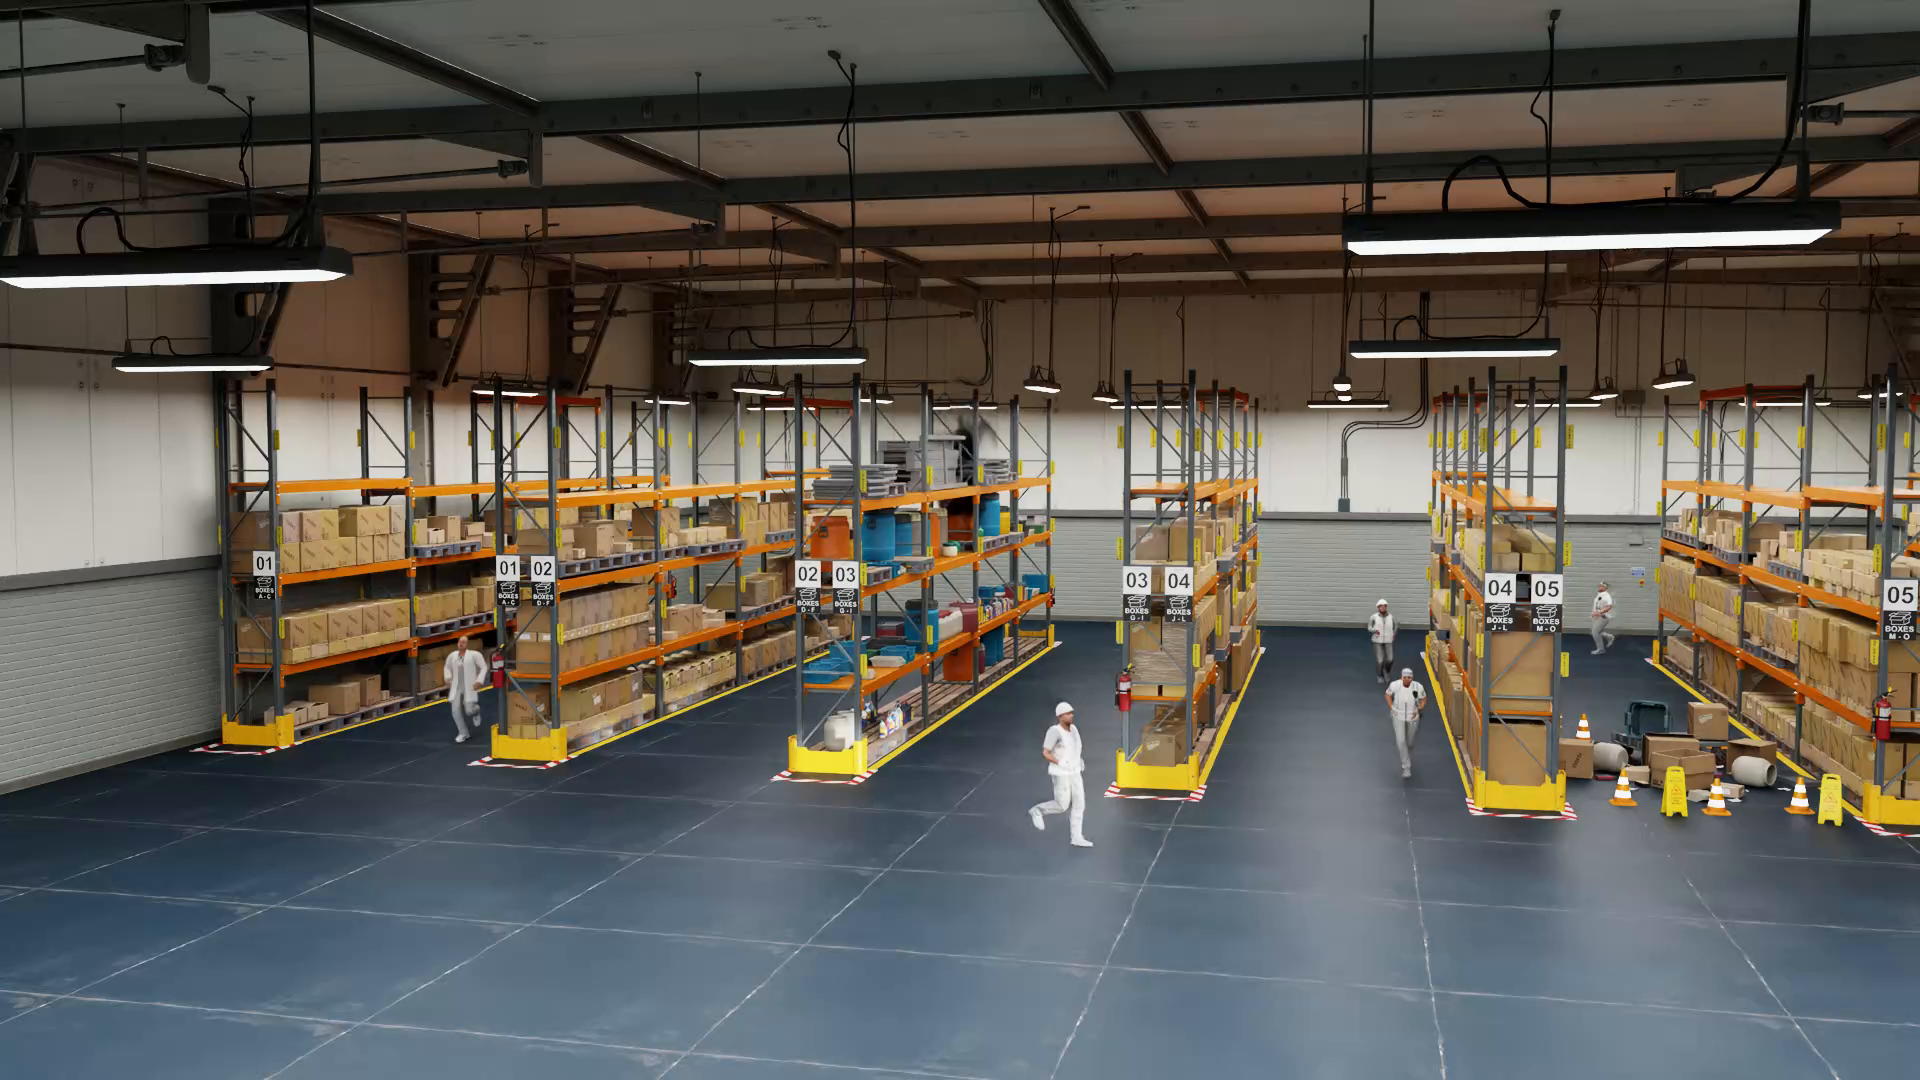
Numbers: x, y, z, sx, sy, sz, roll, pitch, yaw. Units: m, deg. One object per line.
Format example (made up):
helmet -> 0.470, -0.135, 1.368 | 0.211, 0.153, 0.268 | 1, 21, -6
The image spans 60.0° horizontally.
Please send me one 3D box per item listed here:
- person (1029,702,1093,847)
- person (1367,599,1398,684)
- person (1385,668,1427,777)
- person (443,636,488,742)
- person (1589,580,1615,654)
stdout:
person -> 1.279, 2.893, 20.620 | 0.898, 1.769, 0.680 | 3, 4, 40
person -> 8.659, 2.086, 33.976 | 0.647, 1.735, 0.602 | 0, 3, 5
person -> 6.723, 2.715, 25.096 | 0.607, 1.653, 0.910 | 1, 4, 15
person -> -8.302, 2.477, 27.878 | 0.742, 1.736, 0.707 | 0, 3, 1
person -> 15.092, 1.809, 39.001 | 0.598, 1.740, 0.672 | 0, 3, 6
